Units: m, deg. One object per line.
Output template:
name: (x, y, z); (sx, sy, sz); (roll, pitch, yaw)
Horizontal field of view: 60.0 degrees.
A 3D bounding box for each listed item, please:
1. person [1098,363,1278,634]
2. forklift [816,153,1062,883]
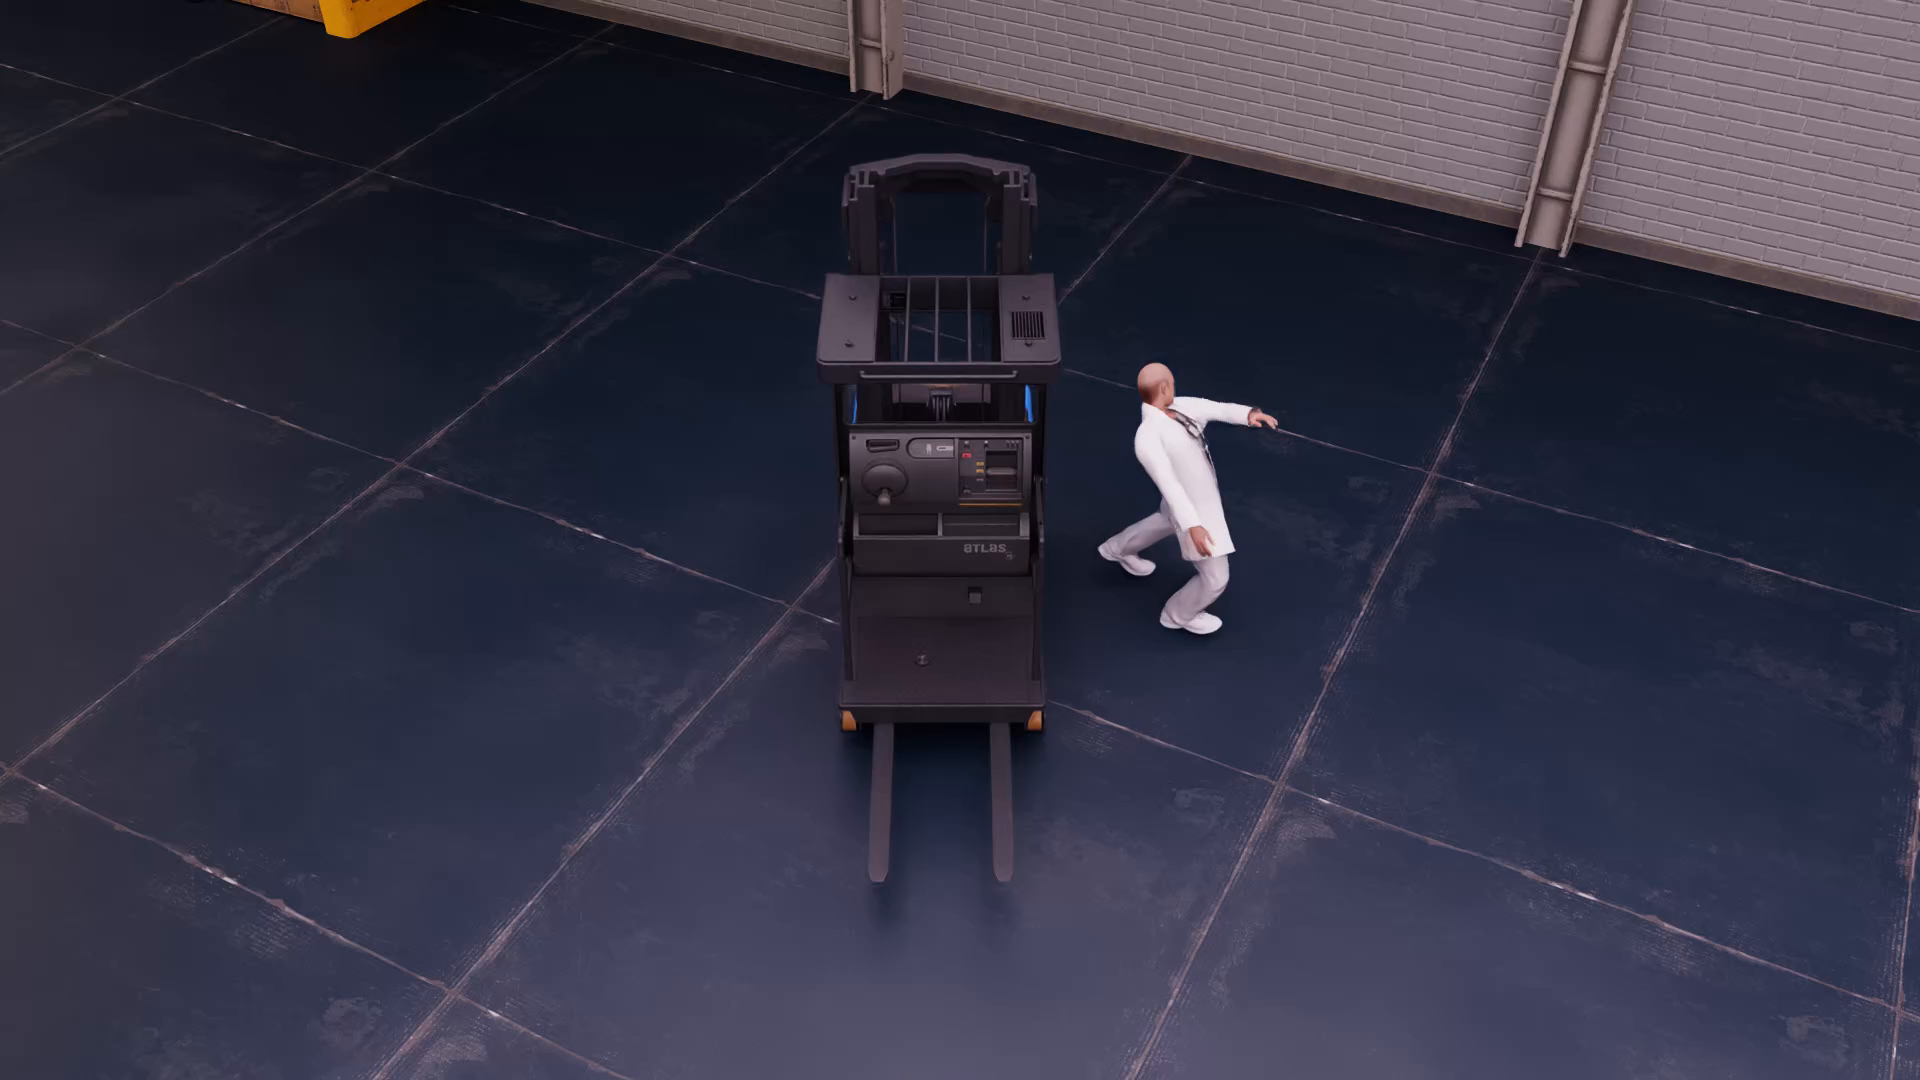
person: (1.246, -0.147, 9.205); (0.886, 1.557, 0.990); (2, 40, 2)
forklift: (-0.096, -0.288, 8.328); (1.130, 2.935, 3.031); (0, 40, 0)
